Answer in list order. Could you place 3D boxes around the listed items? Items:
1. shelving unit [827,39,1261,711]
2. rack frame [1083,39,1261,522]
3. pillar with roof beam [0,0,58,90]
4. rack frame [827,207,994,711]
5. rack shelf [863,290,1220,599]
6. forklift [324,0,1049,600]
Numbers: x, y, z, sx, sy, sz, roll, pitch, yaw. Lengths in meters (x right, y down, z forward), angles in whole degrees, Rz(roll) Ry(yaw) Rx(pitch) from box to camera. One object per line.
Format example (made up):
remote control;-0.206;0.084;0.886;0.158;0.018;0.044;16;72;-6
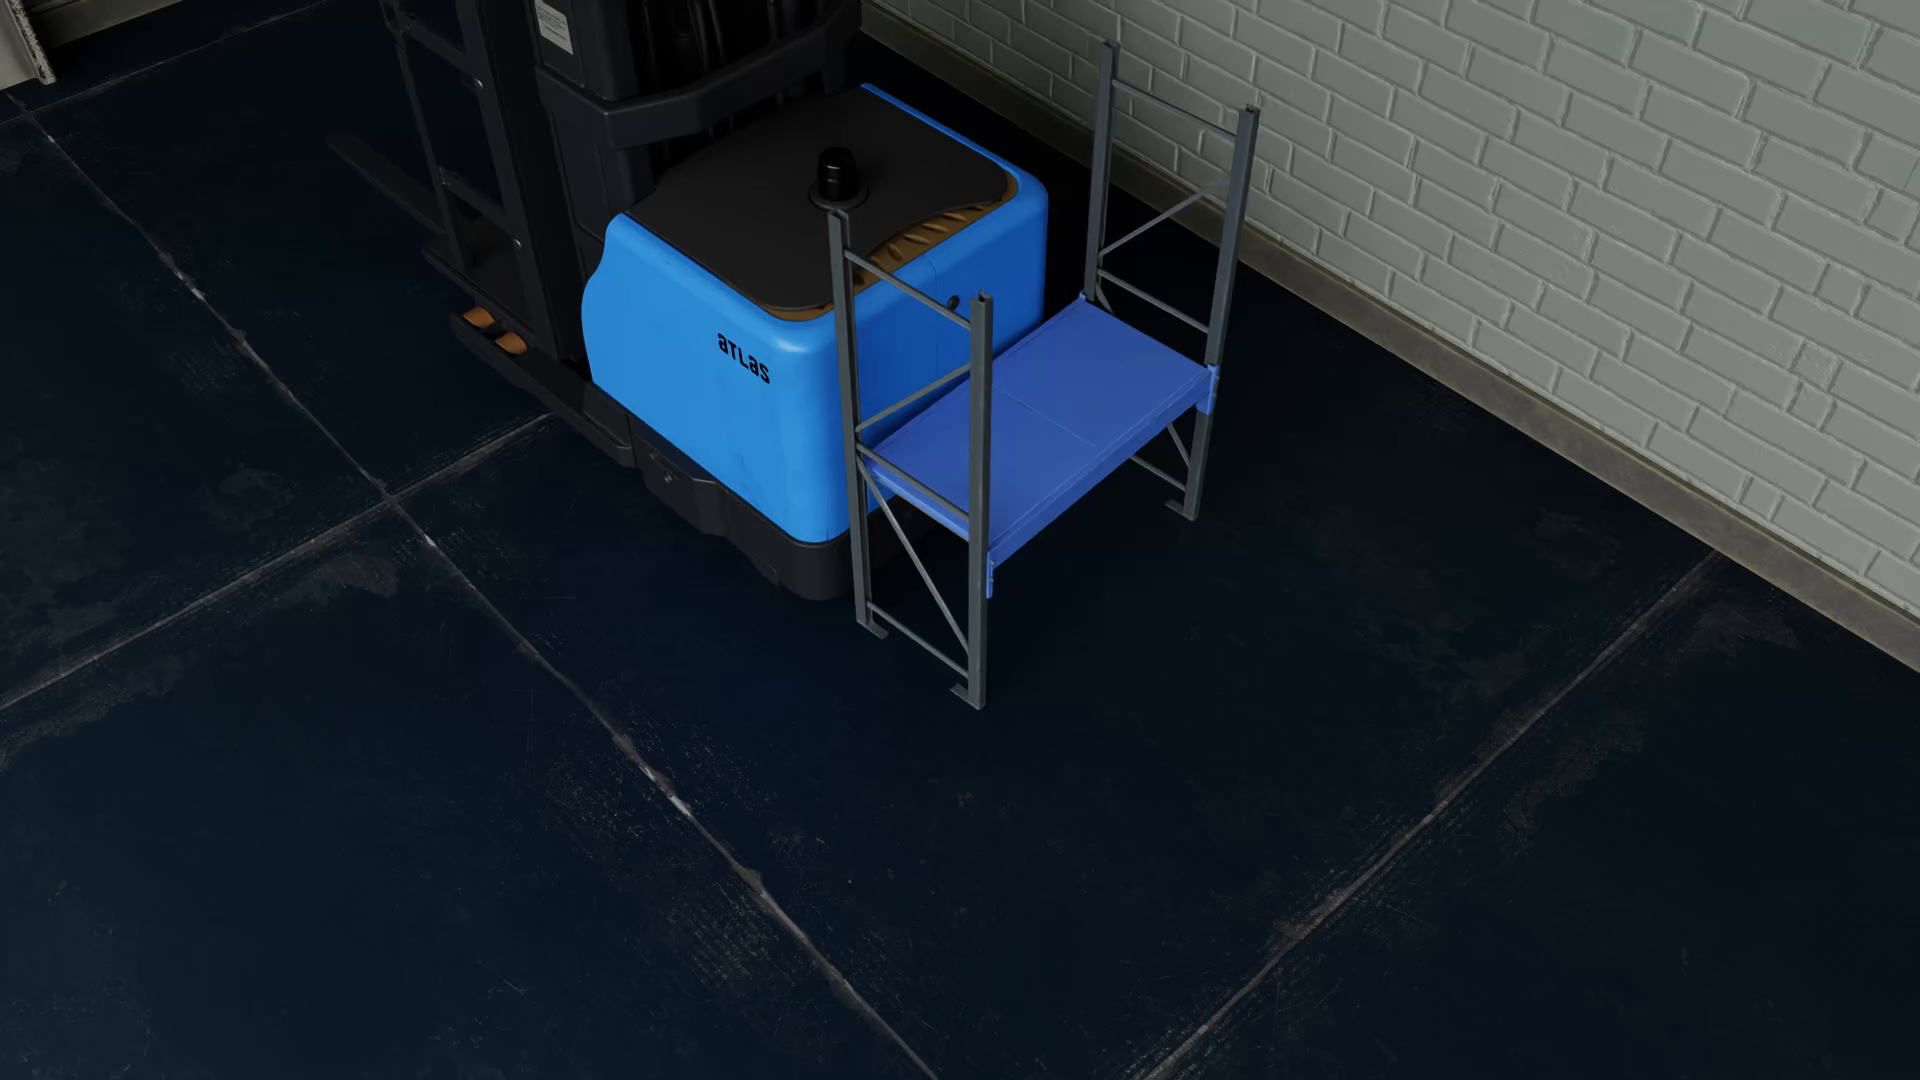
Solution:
shelving unit;0.225;-0.423;4.620;0.538;1.500;1.048;34;56;27
rack frame;0.568;-0.698;4.874;0.500;1.500;0.032;34;56;27
pillar with roof beam;-1.176;-2.645;1.567;0.400;9.000;9.100;-34;56;-27
rack frame;-0.119;-0.148;4.366;0.500;1.500;0.032;34;56;27
rack shelf;0.224;-0.301;4.752;0.538;0.185;1.000;34;56;27
forklift;-1.131;-1.787;4.905;3.031;2.935;1.130;36;57;28
